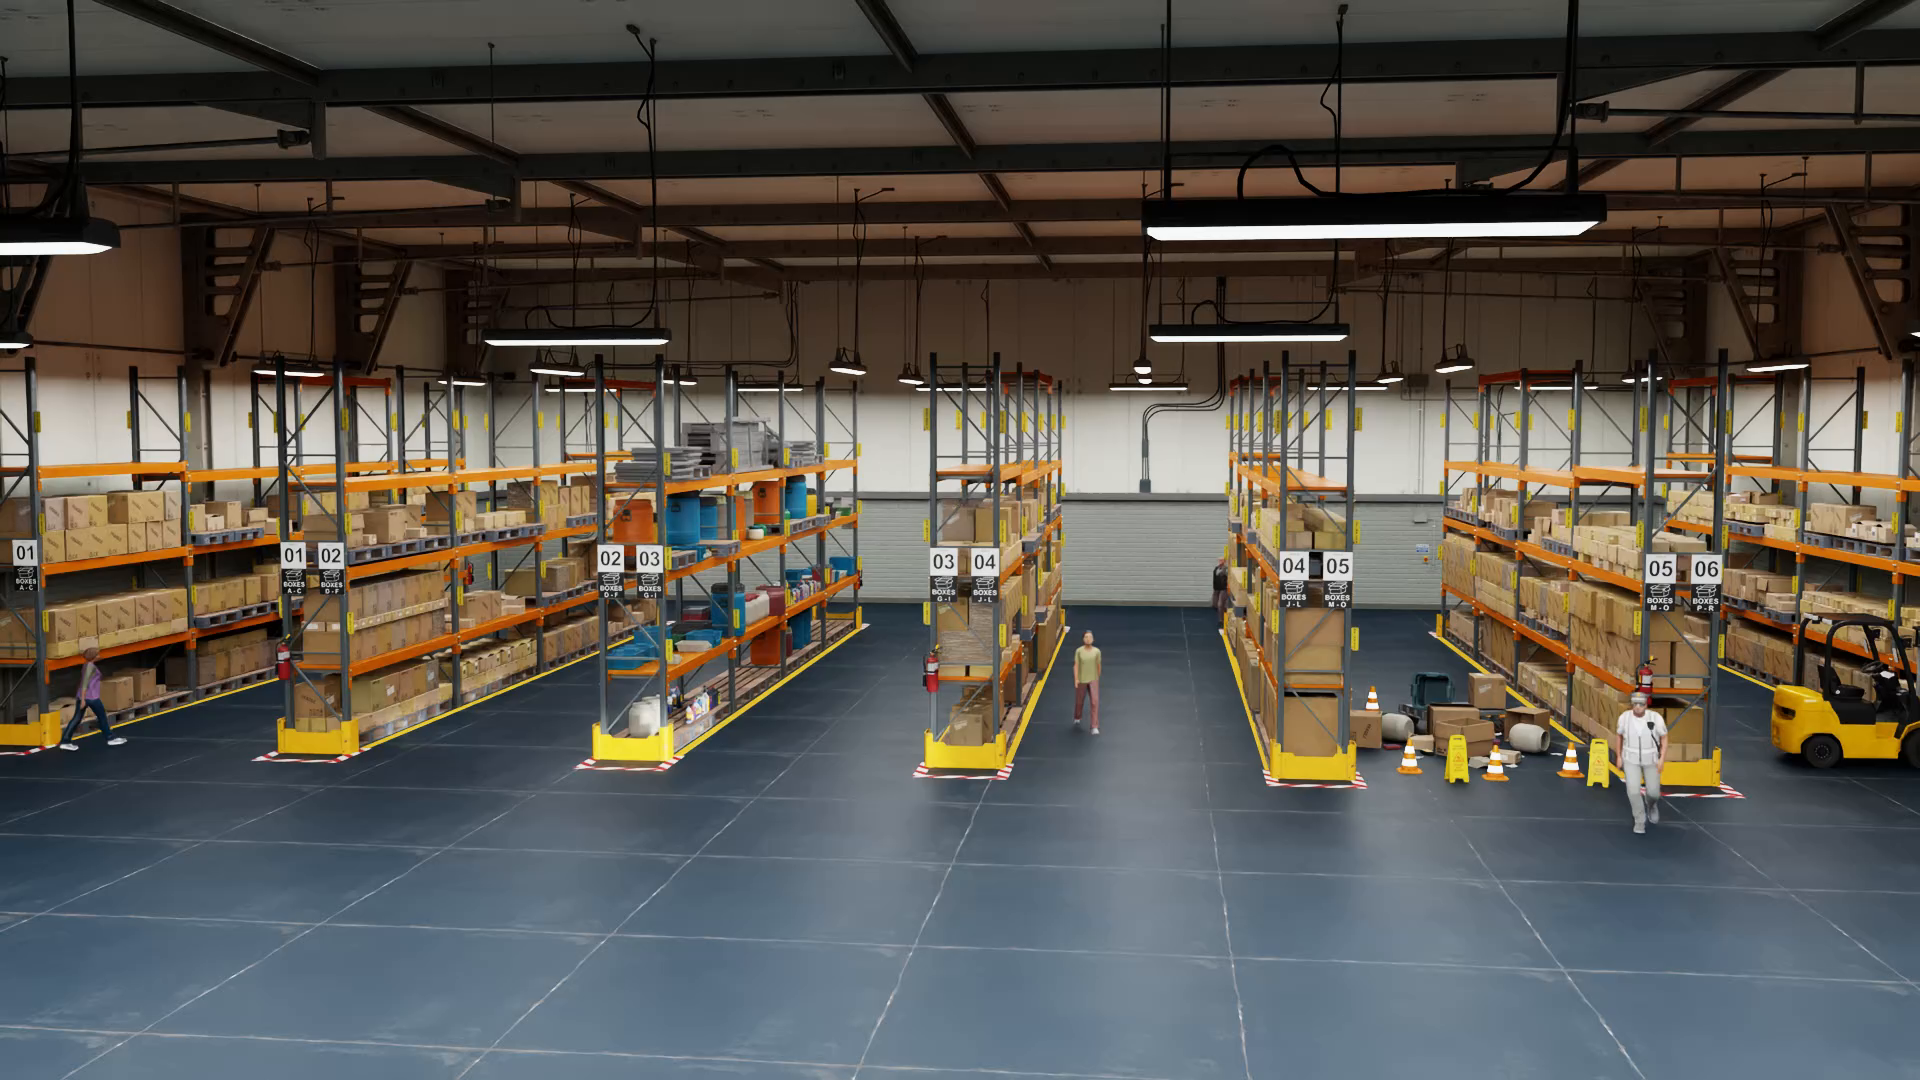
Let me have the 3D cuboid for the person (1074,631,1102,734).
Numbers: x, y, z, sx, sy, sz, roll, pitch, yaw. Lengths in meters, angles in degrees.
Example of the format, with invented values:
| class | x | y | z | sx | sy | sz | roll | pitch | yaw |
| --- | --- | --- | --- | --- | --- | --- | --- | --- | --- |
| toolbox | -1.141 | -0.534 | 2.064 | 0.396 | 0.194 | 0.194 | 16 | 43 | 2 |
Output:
| class | x | y | z | sx | sy | sz | roll | pitch | yaw |
| --- | --- | --- | --- | --- | --- | --- | --- | --- | --- |
| person | 2.066 | 2.275 | 26.853 | 0.461 | 1.618 | 1.019 | 0 | 4 | -3 |

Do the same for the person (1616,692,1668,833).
| class | x | y | z | sx | sy | sz | roll | pitch | yaw |
| --- | --- | --- | --- | --- | --- | --- | --- | --- | --- |
| person | 8.403 | 2.697 | 20.497 | 0.596 | 1.728 | 0.660 | 2 | 4 | 24 |

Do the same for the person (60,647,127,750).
| class | x | y | z | sx | sy | sz | roll | pitch | yaw |
| --- | --- | --- | --- | --- | --- | --- | --- | --- | --- |
| person | -13.321 | 2.407 | 25.434 | 0.409 | 1.531 | 0.973 | 3 | 5 | 32 |

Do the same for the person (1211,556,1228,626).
| class | x | y | z | sx | sy | sz | roll | pitch | yaw |
| --- | --- | --- | --- | --- | --- | --- | --- | --- | --- |
| person | 6.448 | 1.244 | 40.848 | 0.592 | 1.707 | 0.533 | -3 | 5 | -37 |

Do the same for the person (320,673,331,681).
| class | x | y | z | sx | sy | sz | roll | pitch | yaw |
| --- | --- | --- | --- | --- | --- | --- | --- | --- | --- |
| person | -11.299 | 2.082 | 29.957 | 0.560 | 1.655 | 0.790 | 0 | 4 | 3 |
